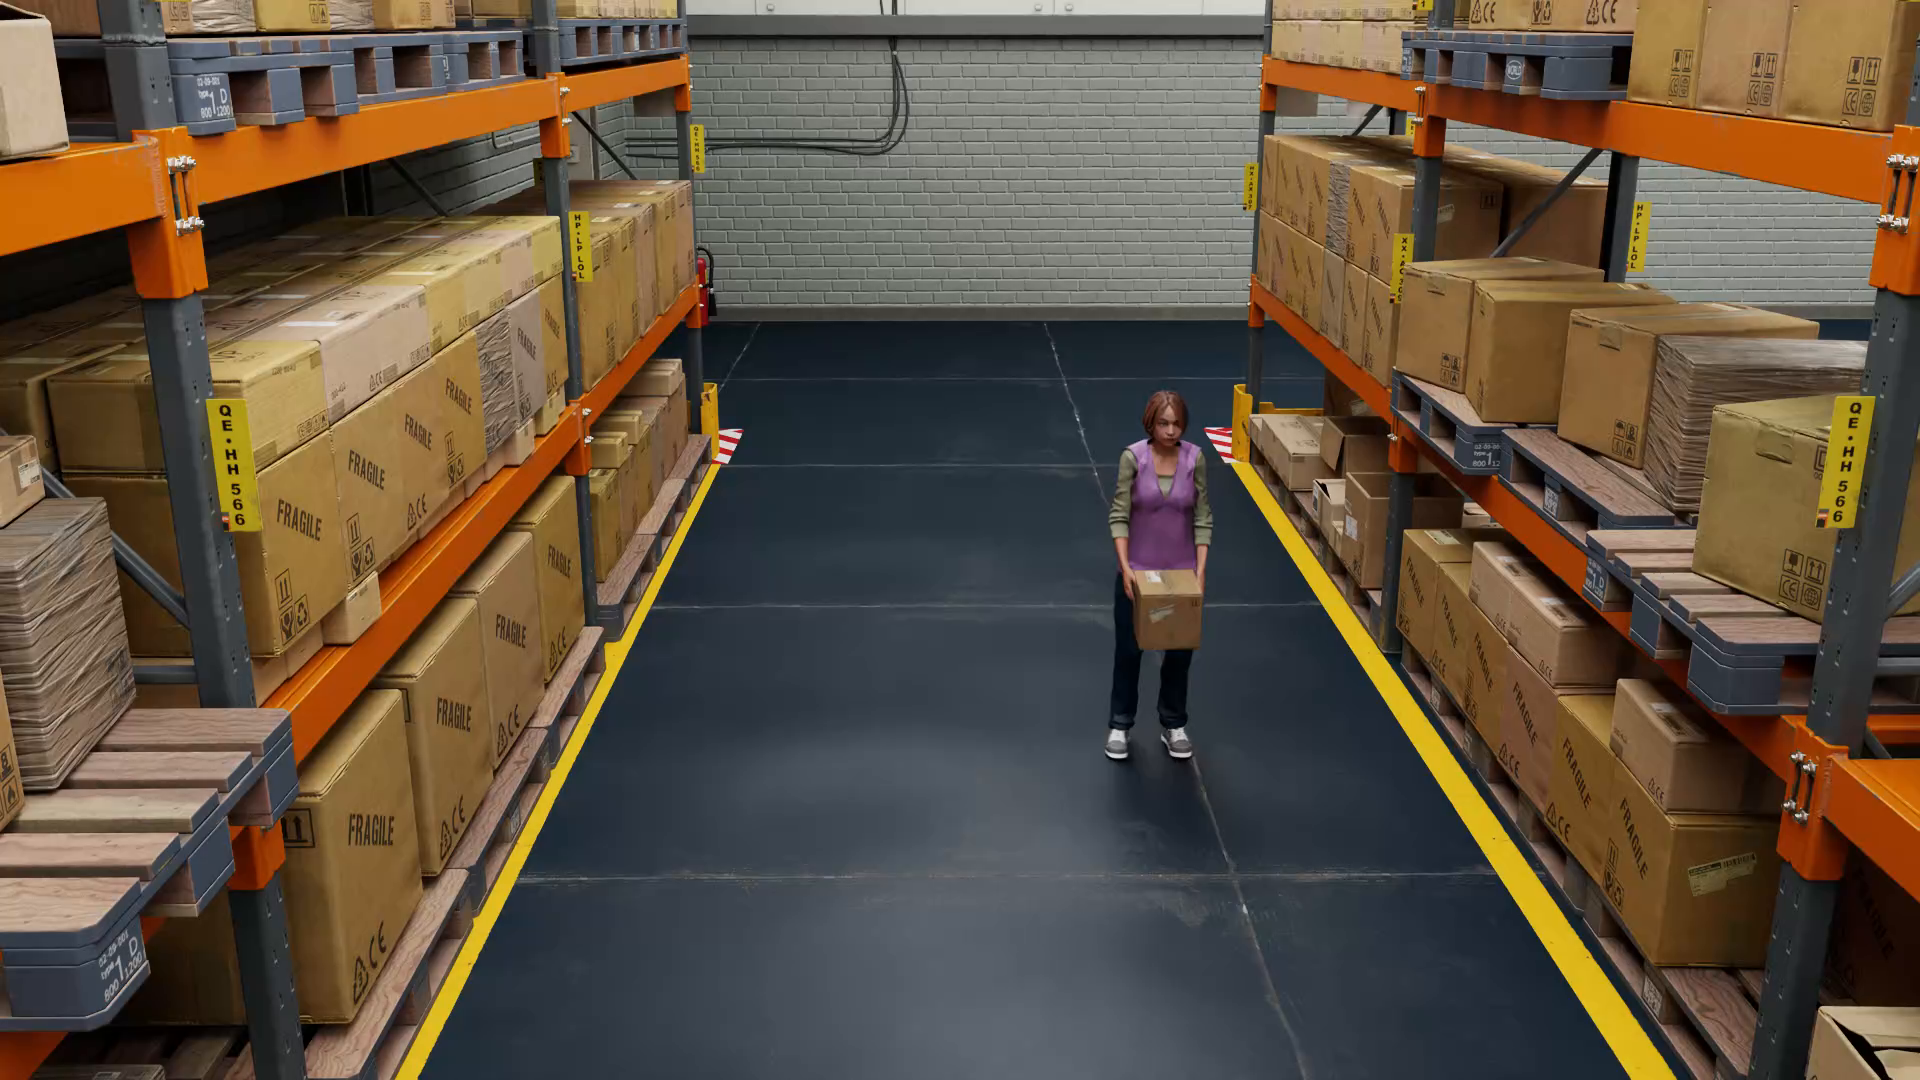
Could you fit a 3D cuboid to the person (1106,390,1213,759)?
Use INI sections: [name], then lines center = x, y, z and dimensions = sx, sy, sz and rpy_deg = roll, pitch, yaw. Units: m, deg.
[person]
center = 0.847, 0.160, 7.063
dimensions = 0.444, 1.588, 0.384
rpy_deg = -1, 17, -2
